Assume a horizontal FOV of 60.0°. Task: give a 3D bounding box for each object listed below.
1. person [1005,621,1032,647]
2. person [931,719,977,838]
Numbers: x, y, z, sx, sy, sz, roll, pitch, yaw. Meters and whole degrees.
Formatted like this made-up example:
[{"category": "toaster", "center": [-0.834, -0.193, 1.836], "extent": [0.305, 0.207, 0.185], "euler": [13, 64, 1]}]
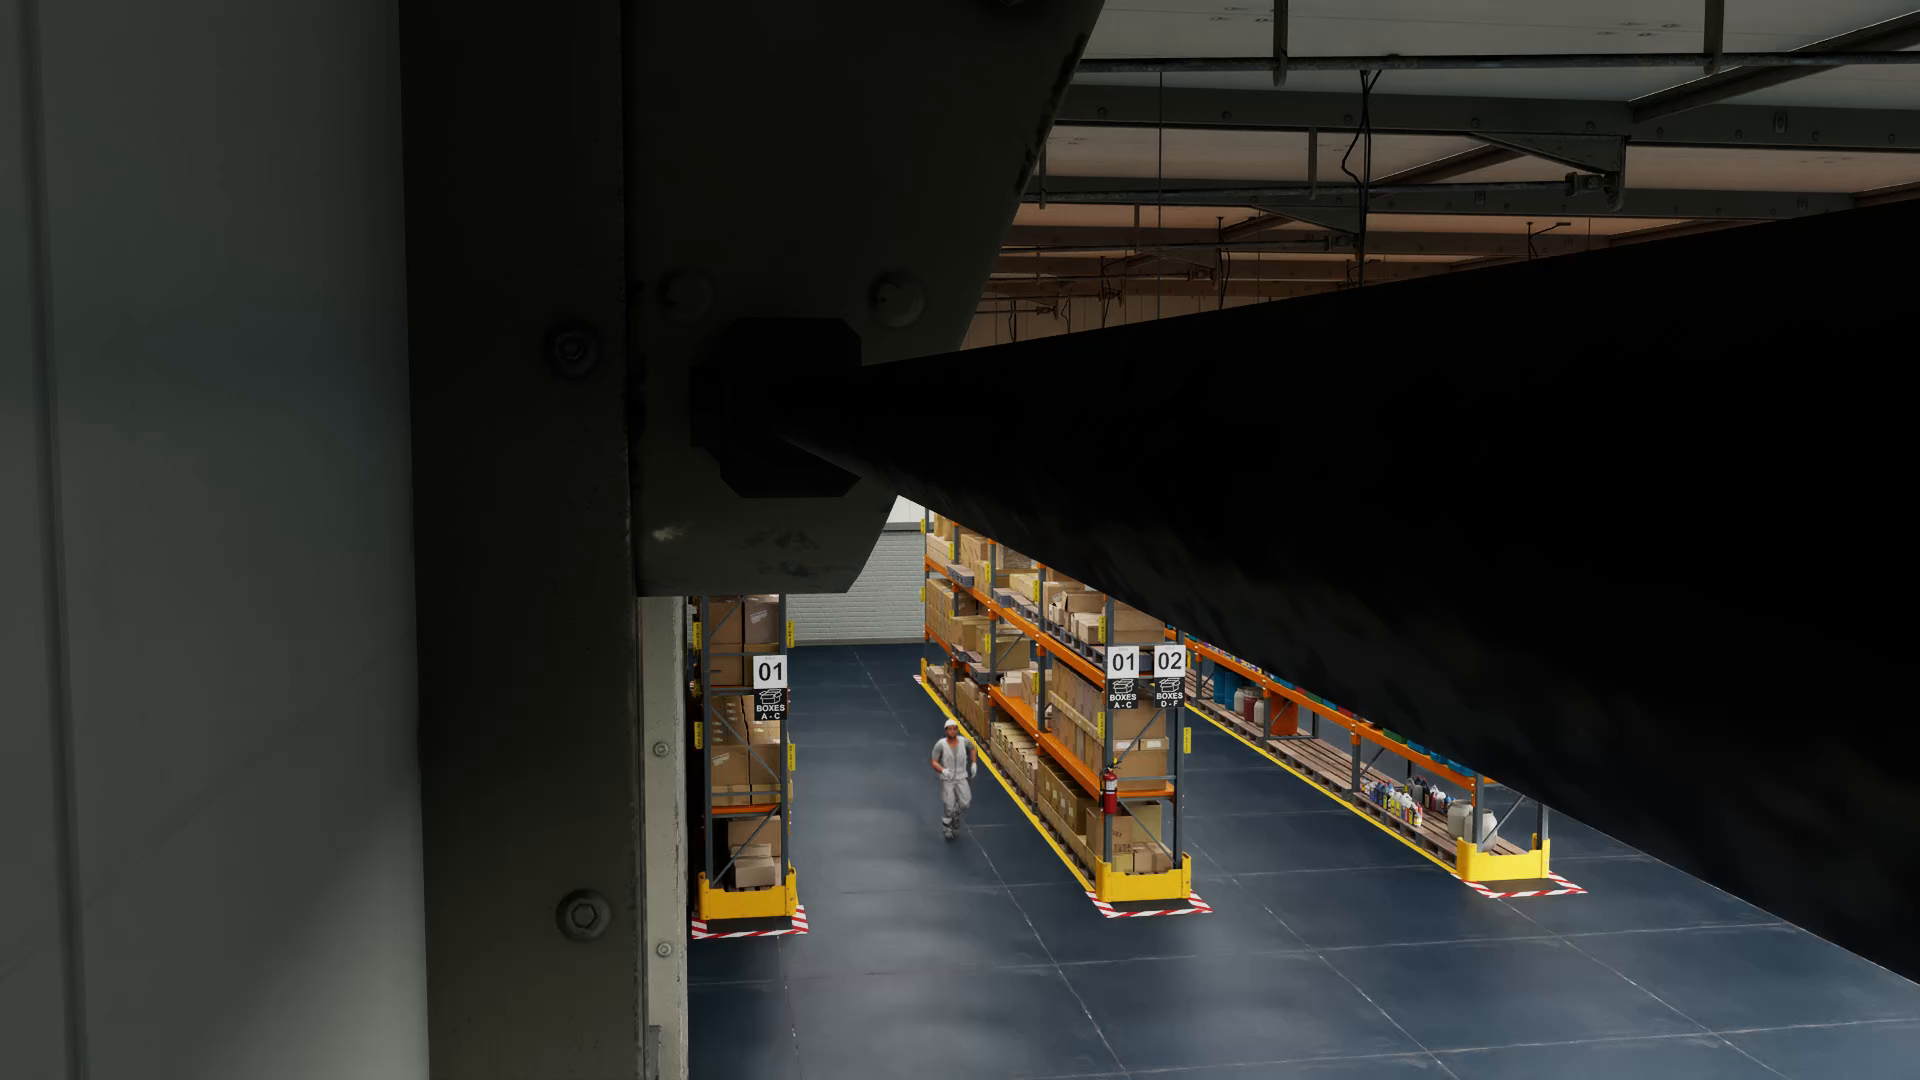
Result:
[{"category": "person", "center": [1.346, 2.242, 36.593], "extent": [0.657, 1.832, 0.749], "euler": [-2, 5, -23]}, {"category": "person", "center": [-0.064, 3.392, 23.510], "extent": [0.693, 1.737, 0.699], "euler": [-1, 5, -11]}]
